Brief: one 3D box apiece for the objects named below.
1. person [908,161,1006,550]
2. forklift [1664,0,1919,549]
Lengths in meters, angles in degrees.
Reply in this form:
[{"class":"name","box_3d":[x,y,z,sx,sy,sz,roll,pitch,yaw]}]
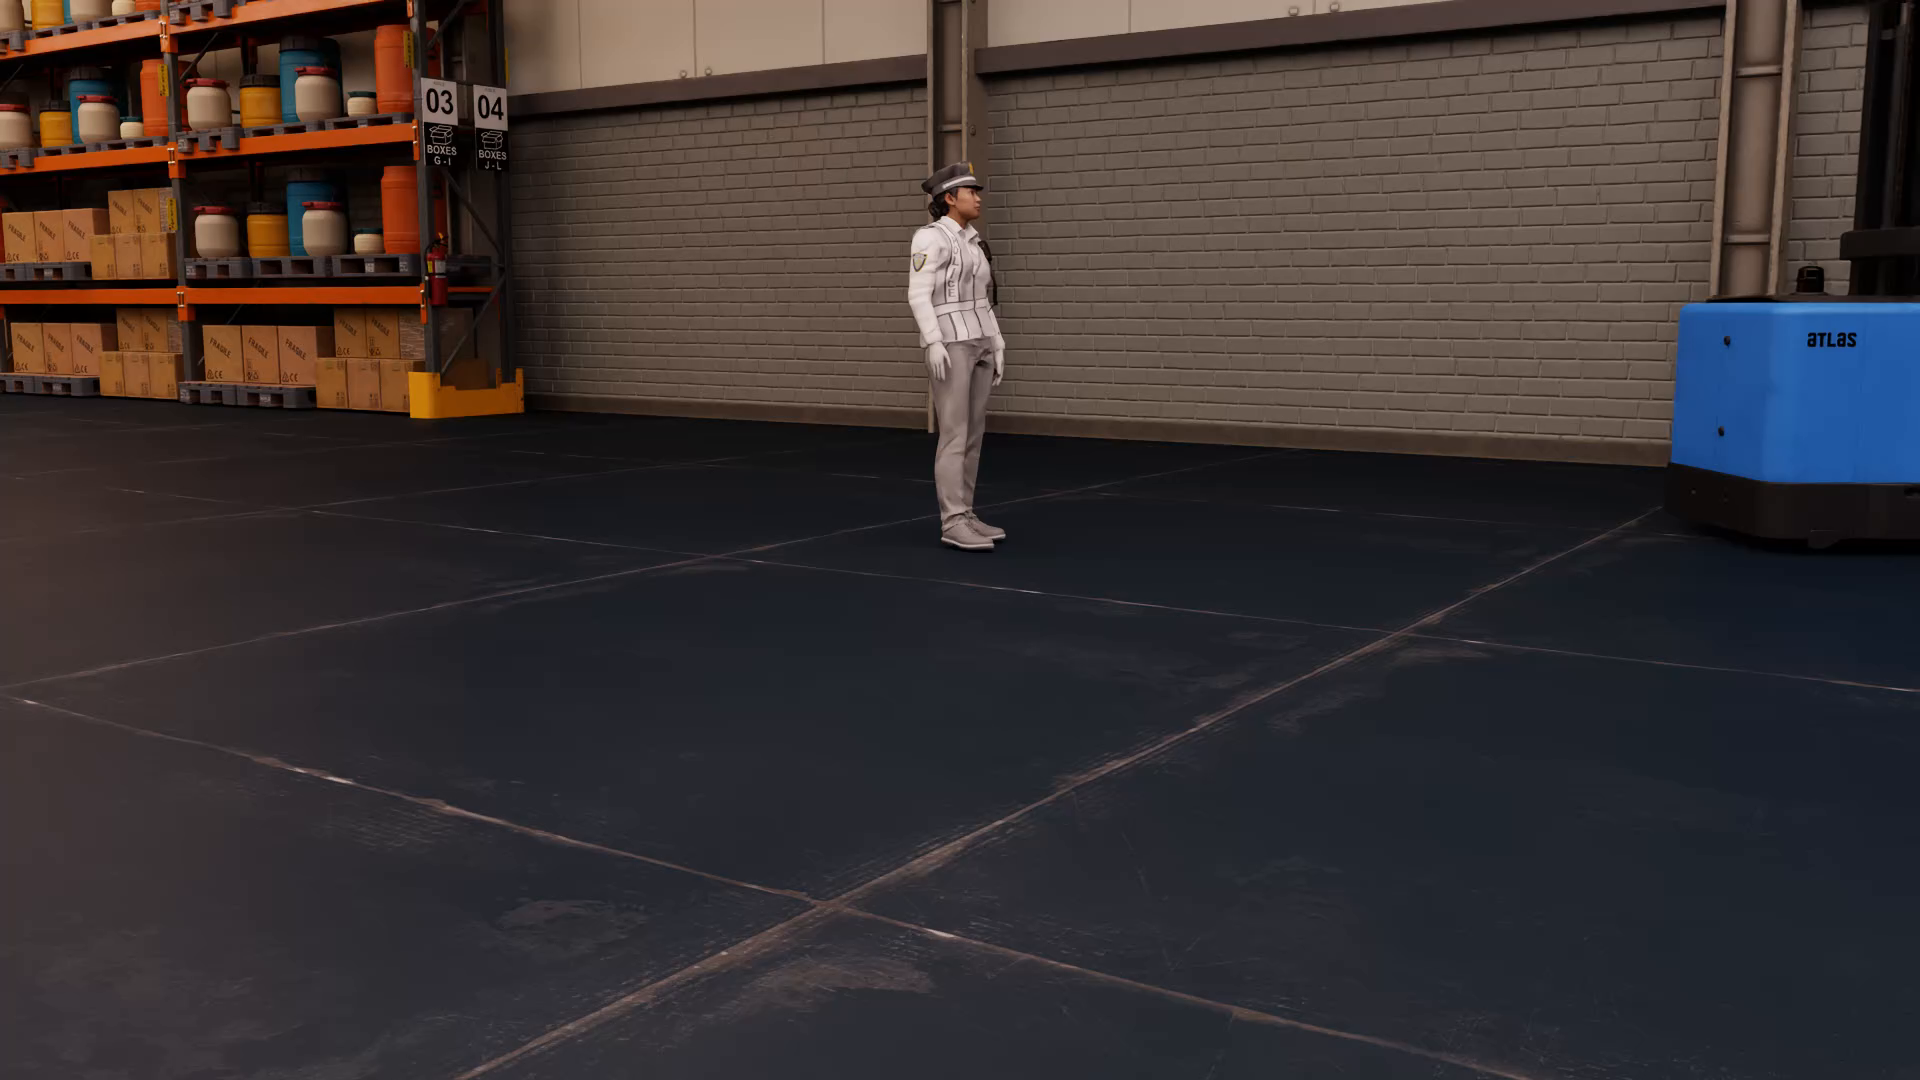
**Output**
[{"class":"person","box_3d":[0.053,-0.840,7.439,0.530,1.694,0.587,5,10,34]},{"class":"forklift","box_3d":[4.943,-1.463,7.480,3.031,2.935,1.130,0,8,-2]}]
